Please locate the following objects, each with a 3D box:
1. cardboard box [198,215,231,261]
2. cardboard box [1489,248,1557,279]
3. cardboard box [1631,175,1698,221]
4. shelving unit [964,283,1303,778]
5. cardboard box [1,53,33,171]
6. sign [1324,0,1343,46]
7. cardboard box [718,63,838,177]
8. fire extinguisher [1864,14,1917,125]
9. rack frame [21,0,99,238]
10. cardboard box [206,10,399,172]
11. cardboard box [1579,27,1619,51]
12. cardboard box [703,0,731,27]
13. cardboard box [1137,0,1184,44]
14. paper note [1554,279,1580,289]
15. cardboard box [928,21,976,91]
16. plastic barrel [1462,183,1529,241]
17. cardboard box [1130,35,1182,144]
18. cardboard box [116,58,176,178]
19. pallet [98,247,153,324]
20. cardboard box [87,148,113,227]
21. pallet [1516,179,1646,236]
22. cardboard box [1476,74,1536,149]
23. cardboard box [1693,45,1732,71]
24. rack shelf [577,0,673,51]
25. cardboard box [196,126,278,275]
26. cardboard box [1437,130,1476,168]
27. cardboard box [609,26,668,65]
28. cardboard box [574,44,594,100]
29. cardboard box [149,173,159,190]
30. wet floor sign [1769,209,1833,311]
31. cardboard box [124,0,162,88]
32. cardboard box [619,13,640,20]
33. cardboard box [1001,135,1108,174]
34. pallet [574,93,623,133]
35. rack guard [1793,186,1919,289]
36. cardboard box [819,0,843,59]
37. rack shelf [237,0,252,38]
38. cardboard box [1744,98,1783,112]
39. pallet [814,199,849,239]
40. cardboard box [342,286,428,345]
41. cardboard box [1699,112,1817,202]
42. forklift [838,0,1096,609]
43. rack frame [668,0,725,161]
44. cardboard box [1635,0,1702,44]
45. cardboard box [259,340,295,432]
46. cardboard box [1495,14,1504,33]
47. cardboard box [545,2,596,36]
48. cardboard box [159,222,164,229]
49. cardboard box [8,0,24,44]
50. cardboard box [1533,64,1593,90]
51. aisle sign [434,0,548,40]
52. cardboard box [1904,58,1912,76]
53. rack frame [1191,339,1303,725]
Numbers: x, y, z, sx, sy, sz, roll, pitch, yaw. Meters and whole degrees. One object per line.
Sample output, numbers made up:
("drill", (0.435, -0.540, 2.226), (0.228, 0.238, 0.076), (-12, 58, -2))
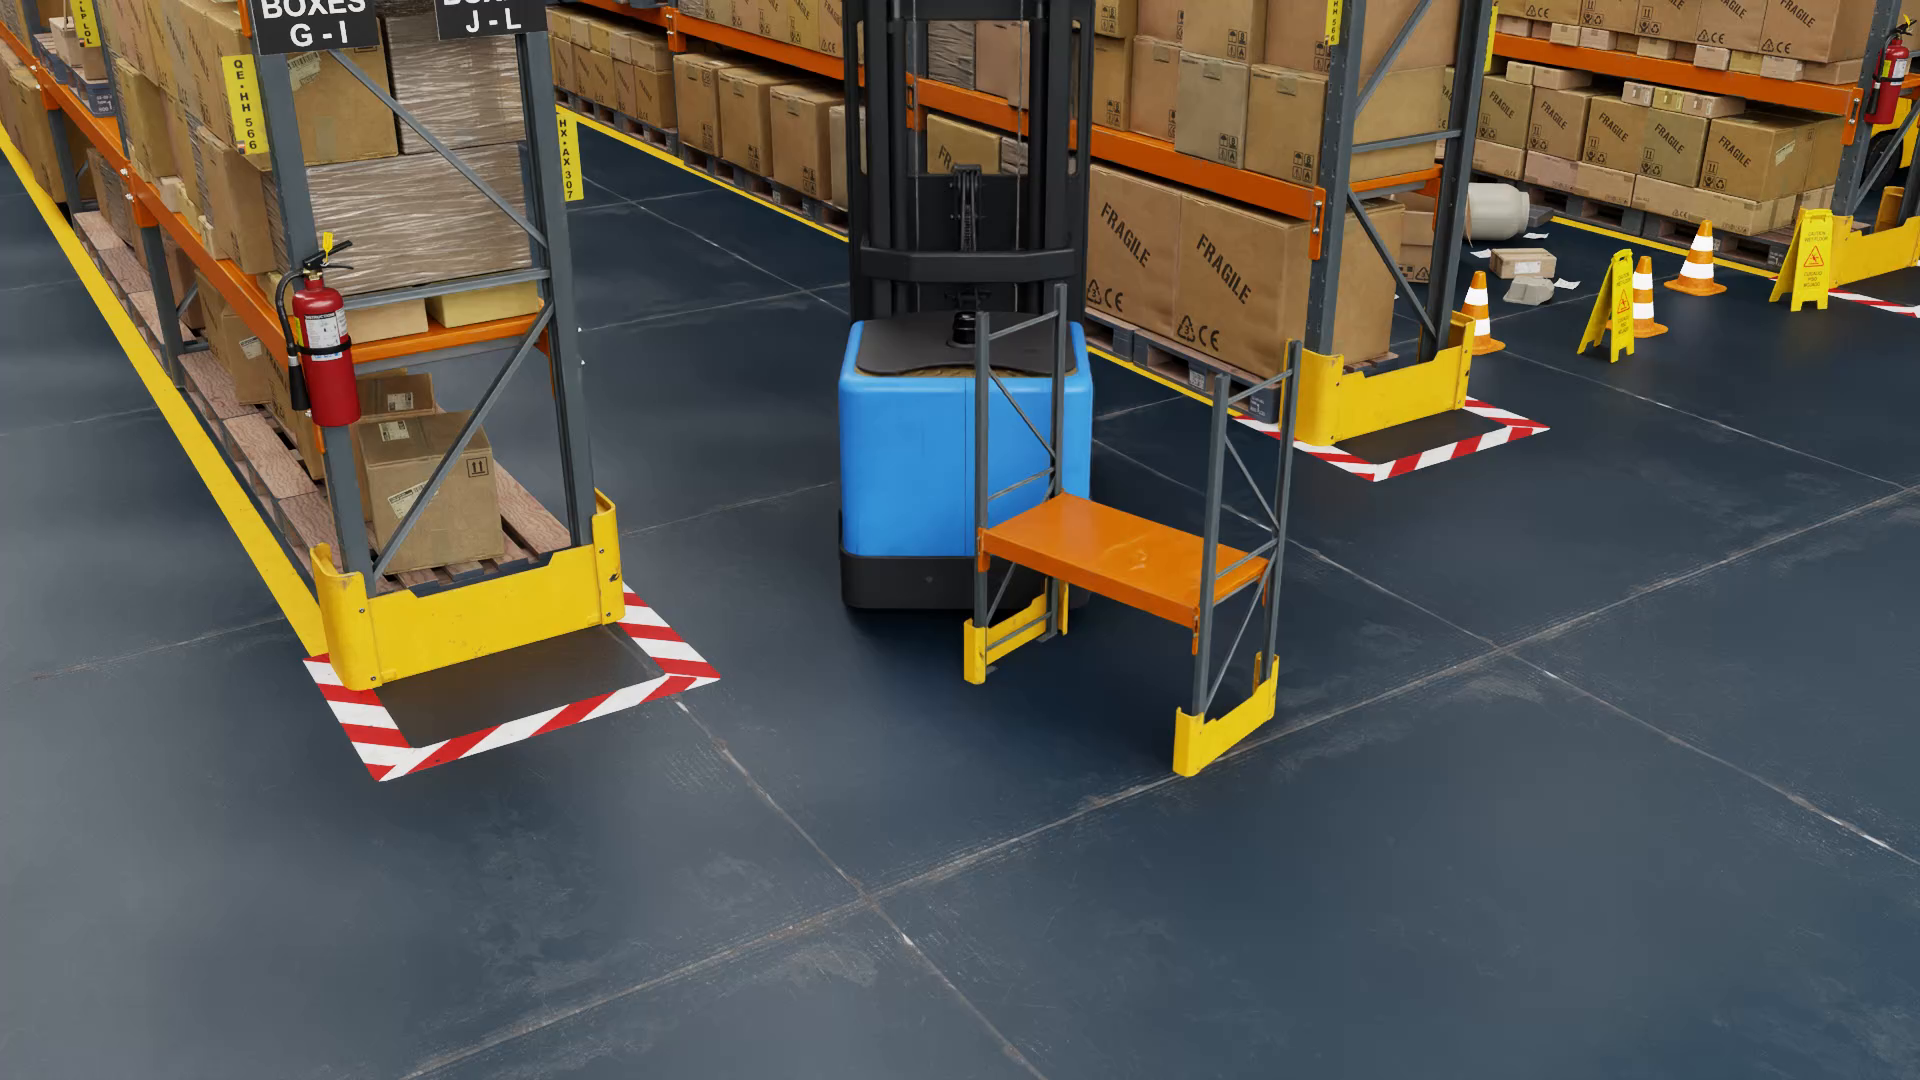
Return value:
("cardboard box", (-3.176, -1.379, 7.451), (0.380, 0.149, 0.250), (-16, 29, -30))
("cardboard box", (3.955, -1.945, 11.695), (0.380, 0.149, 0.250), (-1, 25, -3))
("cardboard box", (5.420, -2.596, 12.464), (0.500, 0.250, 0.500), (-15, 29, -29))
("shelving unit", (0.606, -0.071, 6.143), (1.083, 1.500, 0.587), (20, 32, 37))
("cardboard box", (-7.147, -3.589, 13.837), (1.225, 0.875, 0.875), (-15, 29, -29))
("sign", (1.808, -2.555, 8.016), (0.100, 0.325, 0.005), (-16, 29, -30))
("cardboard box", (-1.360, -3.530, 13.856), (1.050, 0.750, 0.750), (-15, 29, -29))
("fire extinguisher", (6.039, -3.053, 10.793), (0.296, 0.674, 0.183), (-16, 29, -30))
("rack frame", (-6.308, -3.788, 12.260), (1.000, 3.000, 0.127), (-16, 29, -30))
("cardboard box", (-2.448, -1.698, 6.195), (0.500, 0.500, 0.500), (-16, 29, -30))
("cardboard box", (4.934, -3.822, 12.627), (0.380, 0.149, 0.250), (-16, 29, -30))
("cardboard box", (-1.798, -4.548, 13.754), (0.500, 0.500, 0.500), (-16, 30, -30))
("cardboard box", (1.531, -3.151, 9.471), (0.875, 0.550, 0.550), (-16, 29, -30))
("paper note", (4.179, -1.768, 11.458), (0.142, 0.019, 0.148), (18, 31, 33))
("cardboard box", (0.298, -3.416, 11.296), (0.875, 0.550, 0.550), (-16, 29, -30))
("plastic barrel", (3.967, -2.457, 12.459), (0.512, 0.421, 0.421), (3, 25, 6))
("cardboard box", (1.511, -2.657, 9.690), (0.875, 0.550, 0.550), (-16, 29, -30))
("cardboard box", (-3.687, -2.175, 8.377), (0.875, 0.500, 0.500), (-16, 29, -30))
("pallet", (-5.220, -1.811, 11.339), (1.003, 0.211, 1.213), (-16, 29, -30))
("cardboard box", (-5.925, -2.622, 12.202), (0.700, 0.500, 0.500), (-17, 30, -32))
("pallet", (5.245, -2.737, 13.300), (1.003, 0.211, 1.213), (-16, 29, -30))
("cardboard box", (4.577, -3.490, 13.479), (0.500, 0.500, 0.500), (-14, 29, -28))
("cardboard box", (5.460, -3.453, 11.845), (0.380, 0.149, 0.250), (-15, 29, -29))
("rack shelf", (-3.189, -5.298, 16.301), (1.077, 0.370, 4.000), (-16, 29, -30))
("cardboard box", (-2.591, -1.460, 6.864), (0.875, 0.500, 0.500), (-16, 29, -30))
("cardboard box", (4.275, -3.339, 14.039), (0.500, 0.250, 0.500), (-17, 30, -32))
("cardboard box", (-2.975, -4.668, 15.682), (0.500, 0.250, 0.500), (-15, 29, -29))
("cardboard box", (-3.512, -4.699, 16.626), (0.500, 0.500, 0.500), (-15, 29, -29))
("cardboard box", (-3.974, -1.921, 8.600), (0.380, 0.149, 0.250), (-16, 29, -30))
("wet floor sign", (5.570, -1.854, 10.922), (0.267, 0.644, 0.232), (-6, 26, -12))
("cardboard box", (-3.545, -2.411, 7.708), (0.500, 0.500, 0.500), (-16, 29, -30))
("cardboard box", (-3.092, -5.157, 16.718), (0.500, 0.250, 0.500), (-17, 30, -32))
("cardboard box", (0.867, -2.143, 10.773), (0.875, 0.875, 0.875), (-15, 29, -29))
("pallet", (-3.184, -4.362, 16.744), (1.003, 0.211, 1.213), (-16, 29, -30))
("rack guard", (6.321, -2.133, 11.682), (1.175, 0.500, 0.348), (-16, 29, -30))
("cardboard box", (-0.698, -3.827, 12.226), (0.500, 0.500, 0.500), (-16, 30, -30))
("rack shelf", (-3.032, -2.673, 7.228), (1.077, 0.370, 4.000), (-16, 29, -30))
("cardboard box", (5.851, -3.069, 12.588), (0.500, 0.500, 0.500), (-17, 30, -31))
("pallet", (-0.398, -2.474, 12.744), (1.003, 0.211, 1.213), (-16, 29, -30))
("cardboard box", (-2.269, -0.867, 6.367), (0.380, 0.149, 0.250), (-16, 29, -30))
("cardboard box", (5.707, -2.747, 11.907), (0.500, 0.500, 0.500), (-15, 29, -29))
("forklift", (0.040, -1.617, 7.742), (1.130, 2.935, 3.031), (0, 25, 1))
("rack frame", (-2.097, -4.908, 14.632), (1.000, 3.000, 0.127), (-16, 29, -30))
("cardboard box", (5.296, -3.906, 12.044), (0.500, 0.500, 0.500), (-16, 29, -30))
("cardboard box", (-3.216, -0.858, 8.489), (0.500, 0.500, 0.500), (-19, 31, -34))
("cardboard box", (4.434, -4.199, 13.426), (0.380, 0.149, 0.250), (-16, 29, -30))
("cardboard box", (-4.098, -5.411, 17.257), (0.500, 0.250, 0.500), (-17, 30, -32))
("cardboard box", (-4.686, -1.825, 10.516), (0.700, 0.500, 0.500), (-16, 29, -30))
("cardboard box", (-7.052, -4.132, 12.871), (0.500, 0.500, 0.500), (-16, 30, -30))
("cardboard box", (4.724, -3.634, 13.025), (0.380, 0.149, 0.250), (-14, 29, -27))
("aisle sign", (-1.655, -2.150, 5.745), (0.394, 0.787, 0.004), (-16, 29, -30))
("cardboard box", (6.351, -3.292, 11.504), (0.380, 0.149, 0.250), (-15, 29, -29))
("rack frame", (0.996, 0.075, 5.835), (0.032, 1.500, 0.500), (20, 32, 37))
